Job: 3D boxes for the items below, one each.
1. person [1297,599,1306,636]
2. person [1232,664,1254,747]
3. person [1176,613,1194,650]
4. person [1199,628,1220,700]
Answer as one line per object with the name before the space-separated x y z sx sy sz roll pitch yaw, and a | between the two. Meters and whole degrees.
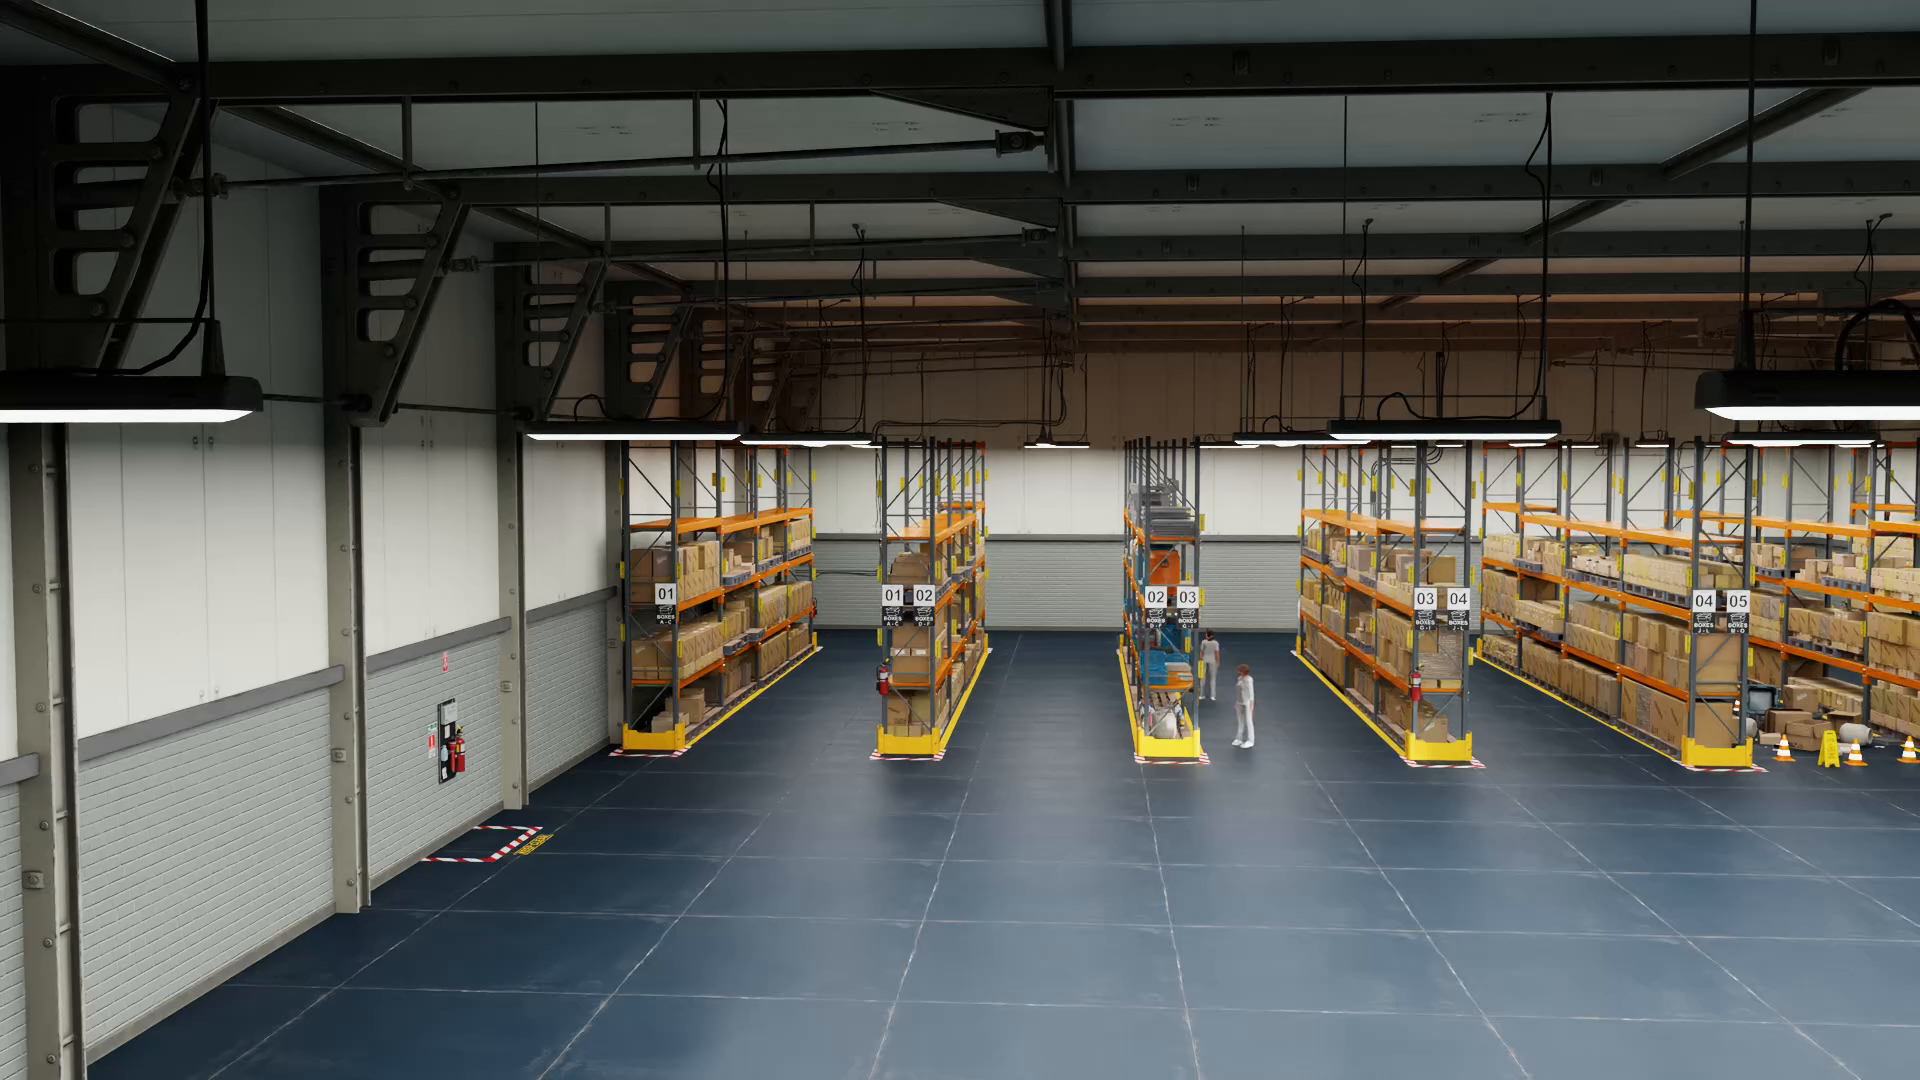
person | 10.038 2.272 48.489 0.455 1.691 0.526 2 4 34
person | 5.481 3.193 32.230 0.380 1.601 0.459 -2 4 -33
person | 6.477 2.334 47.846 0.638 1.638 0.986 0 3 -5
person | 5.726 2.850 38.250 0.495 1.676 0.441 2 3 27
